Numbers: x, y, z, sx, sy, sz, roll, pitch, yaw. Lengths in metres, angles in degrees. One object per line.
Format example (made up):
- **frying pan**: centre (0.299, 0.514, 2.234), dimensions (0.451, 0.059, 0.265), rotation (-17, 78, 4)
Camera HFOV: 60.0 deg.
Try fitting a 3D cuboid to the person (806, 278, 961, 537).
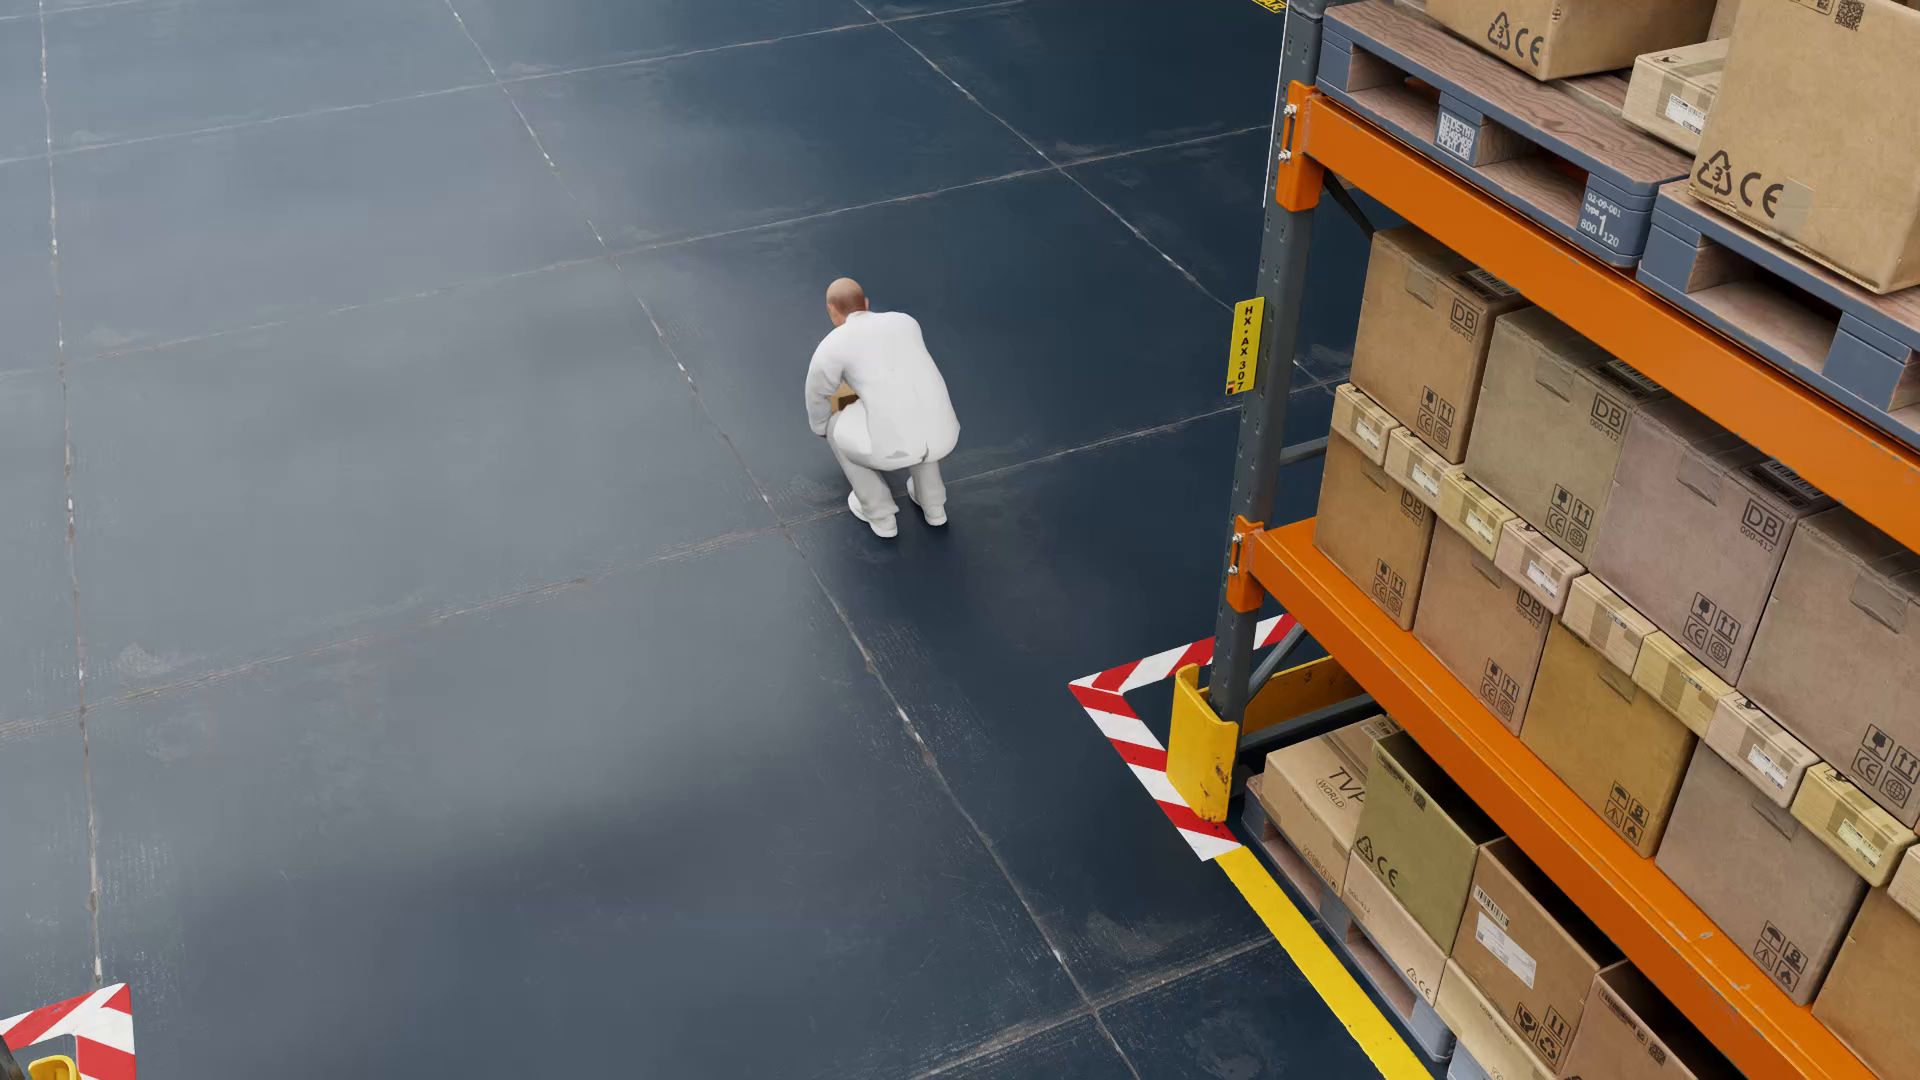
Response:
- **person**: centre (-0.357, -0.606, 7.585), dimensions (0.613, 1.046, 0.899), rotation (-16, 40, -20)
